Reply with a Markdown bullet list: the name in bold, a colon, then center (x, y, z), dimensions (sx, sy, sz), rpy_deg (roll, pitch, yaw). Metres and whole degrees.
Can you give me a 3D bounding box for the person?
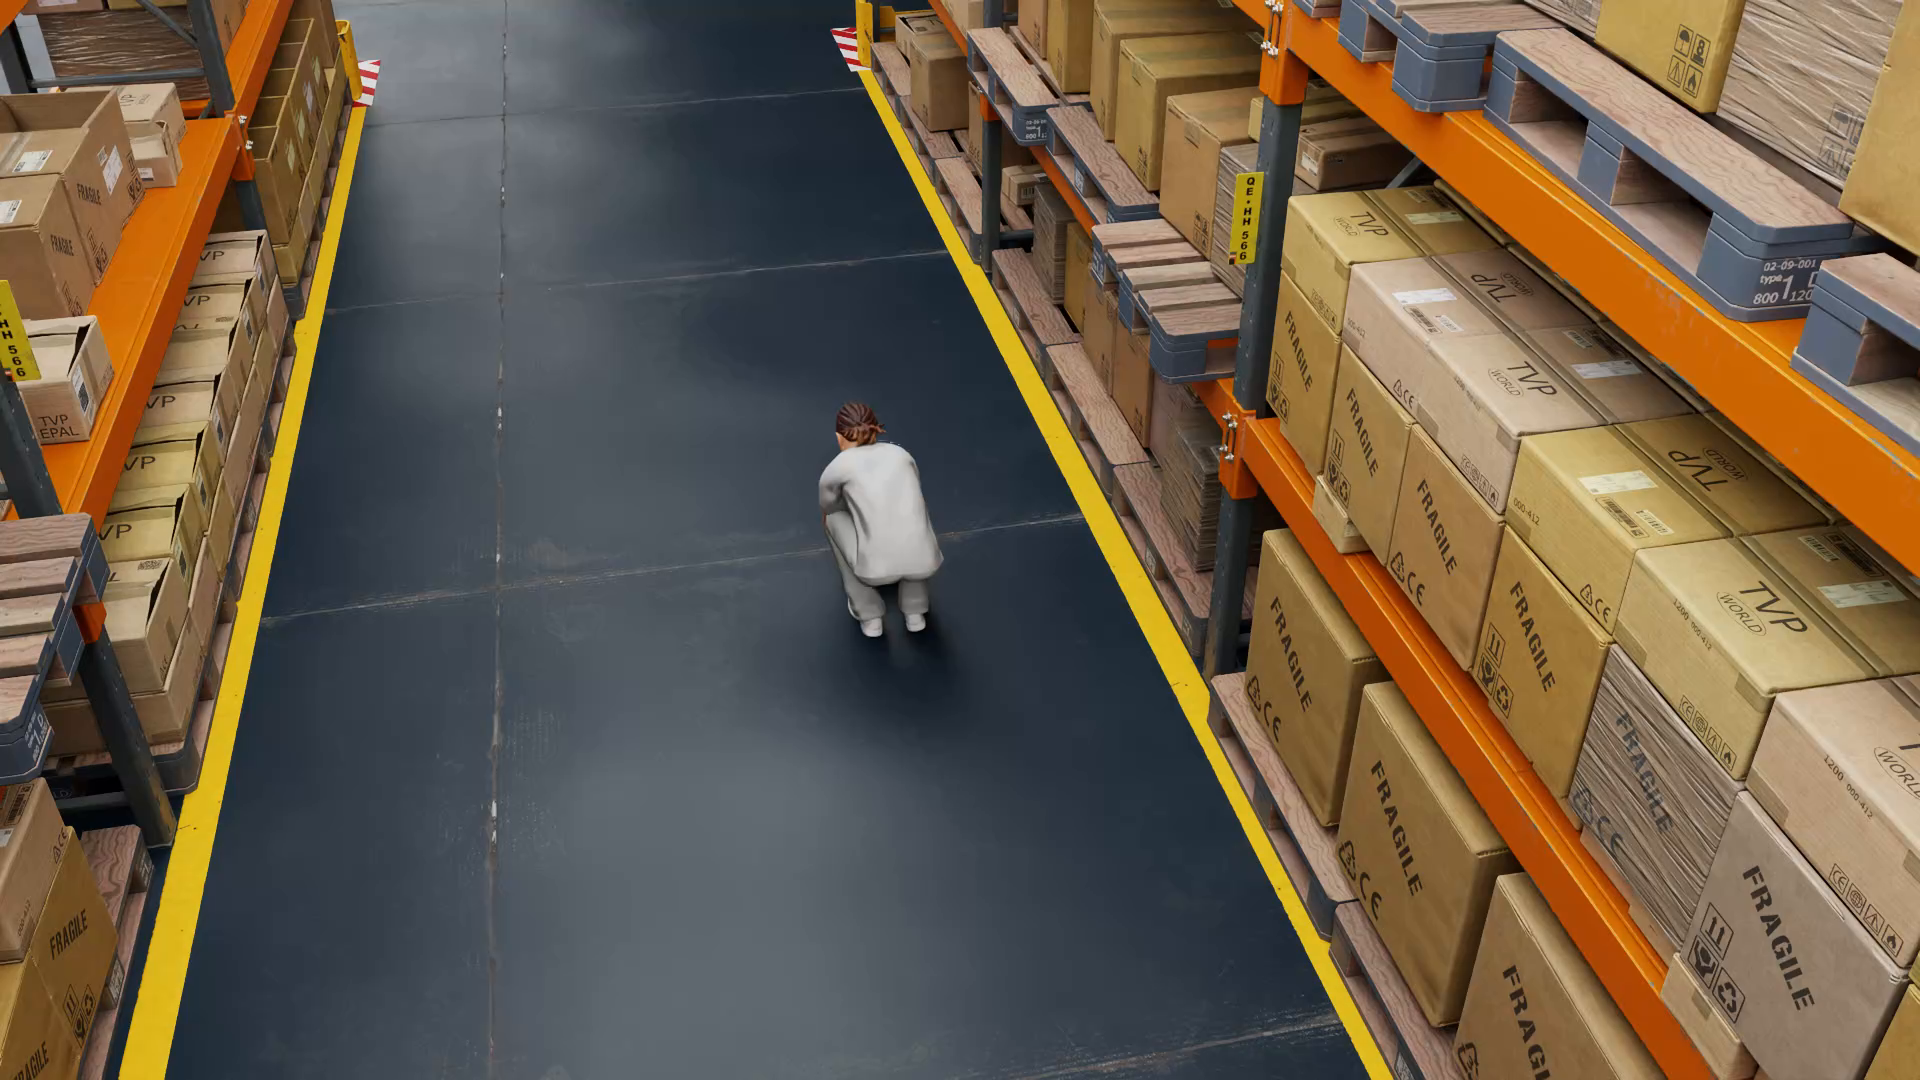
- **person**: center (-0.337, -0.060, 6.968), dimensions (0.464, 0.846, 0.801), rpy_deg (-7, 35, -11)
